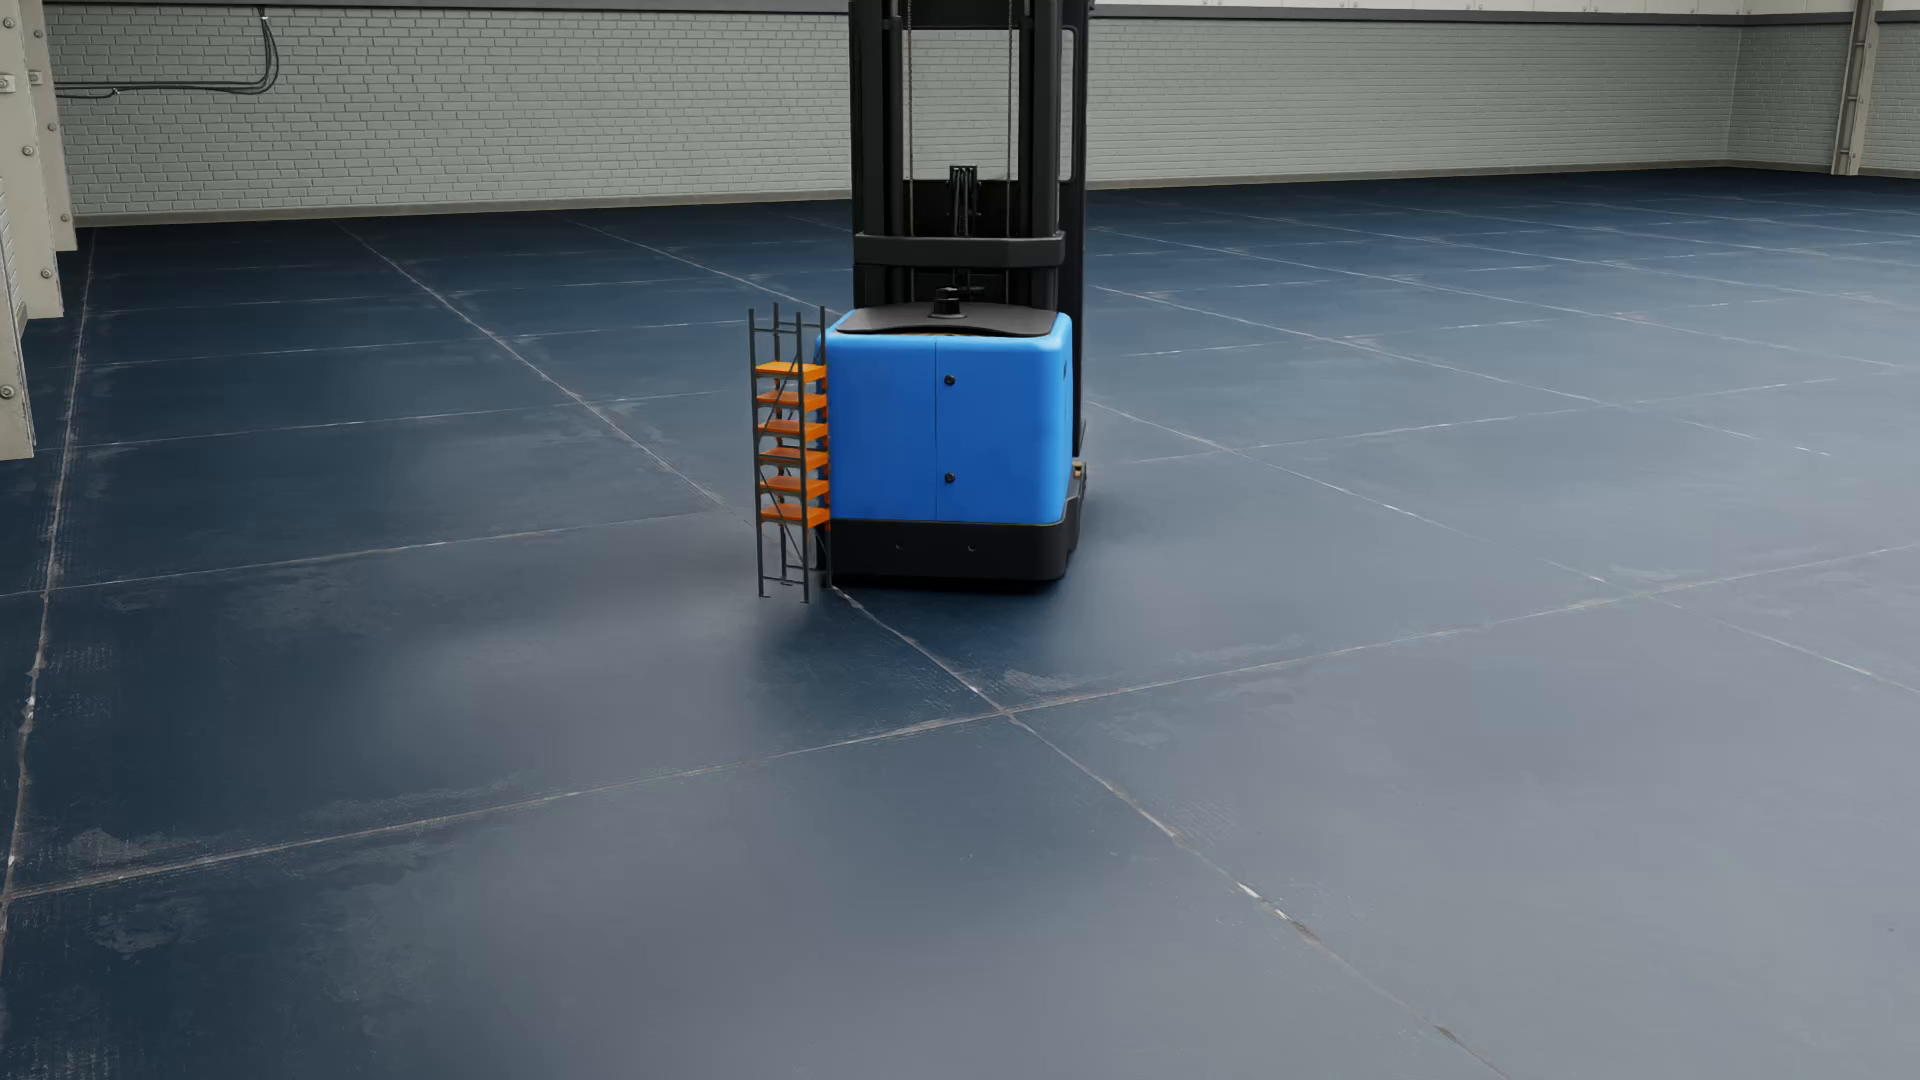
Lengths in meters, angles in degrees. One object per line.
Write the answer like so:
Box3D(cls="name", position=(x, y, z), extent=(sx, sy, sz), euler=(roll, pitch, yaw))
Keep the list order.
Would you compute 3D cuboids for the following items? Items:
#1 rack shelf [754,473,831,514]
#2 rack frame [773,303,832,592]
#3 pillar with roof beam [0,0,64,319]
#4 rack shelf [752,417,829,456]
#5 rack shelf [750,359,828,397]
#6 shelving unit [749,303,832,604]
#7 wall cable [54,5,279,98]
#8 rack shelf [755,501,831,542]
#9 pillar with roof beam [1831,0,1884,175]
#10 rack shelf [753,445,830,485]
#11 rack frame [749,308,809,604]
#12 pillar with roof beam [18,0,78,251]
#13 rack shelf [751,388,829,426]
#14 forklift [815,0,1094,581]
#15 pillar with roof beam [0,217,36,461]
Box3D(cls="rack shelf", position=(-0.689, -0.193, 6.845), extent=(0.258, 0.103, 0.180), euler=(8, 18, 25))
Box3D(cls="rack frame", position=(-0.650, -0.374, 6.879), extent=(0.240, 1.200, 0.006), euler=(8, 18, 25))
Box3D(cls="pillar with roof beam", position=(-4.207, -6.828, 15.231), extent=(9.100, 9.000, 0.400), euler=(-8, 18, -25))
Box3D(cls="rack shelf", position=(-0.689, -0.424, 6.779), extent=(0.258, 0.103, 0.180), euler=(8, 18, 25))
Box3D(cls="rack shelf", position=(-0.690, -0.655, 6.712), extent=(0.258, 0.103, 0.180), euler=(8, 18, 25))
Box3D(cls="shelving unit", position=(-0.689, -0.351, 6.800), extent=(0.258, 1.200, 0.189), euler=(8, 18, 25))
Box3D(cls="wall cable", position=(-10.807, -7.194, 22.133), extent=(3.097, 2.526, 0.112), euler=(-8, 18, -25))
Box3D(cls="rack shelf", position=(-0.689, -0.078, 6.878), extent=(0.258, 0.103, 0.180), euler=(8, 18, 25))
Box3D(cls="pillar with roof beam", position=(13.741, -11.082, 30.054), extent=(9.100, 9.000, 0.400), euler=(-8, 18, -25))
Box3D(cls="rack shelf", position=(-0.689, -0.309, 6.812), extent=(0.258, 0.103, 0.180), euler=(8, 18, 25))
Box3D(cls="rack frame", position=(-0.729, -0.329, 6.721), extent=(0.240, 1.200, 0.006), euler=(8, 18, 25))
Box3D(cls="pillar with roof beam", position=(-6.835, -8.316, 20.415), extent=(9.100, 9.000, 0.400), euler=(-8, 18, -25))
Box3D(cls="rack shelf", position=(-0.690, -0.539, 6.746), extent=(0.258, 0.103, 0.180), euler=(8, 18, 25))
Box3D(cls="forklift", position=(0.067, -1.598, 8.006), extent=(1.130, 2.935, 3.031), euler=(2, 16, 6))
Box3D(cls="pillar with roof beam", position=(-1.578, -5.341, 10.047), extent=(9.100, 9.000, 0.400), euler=(-8, 18, -25))
